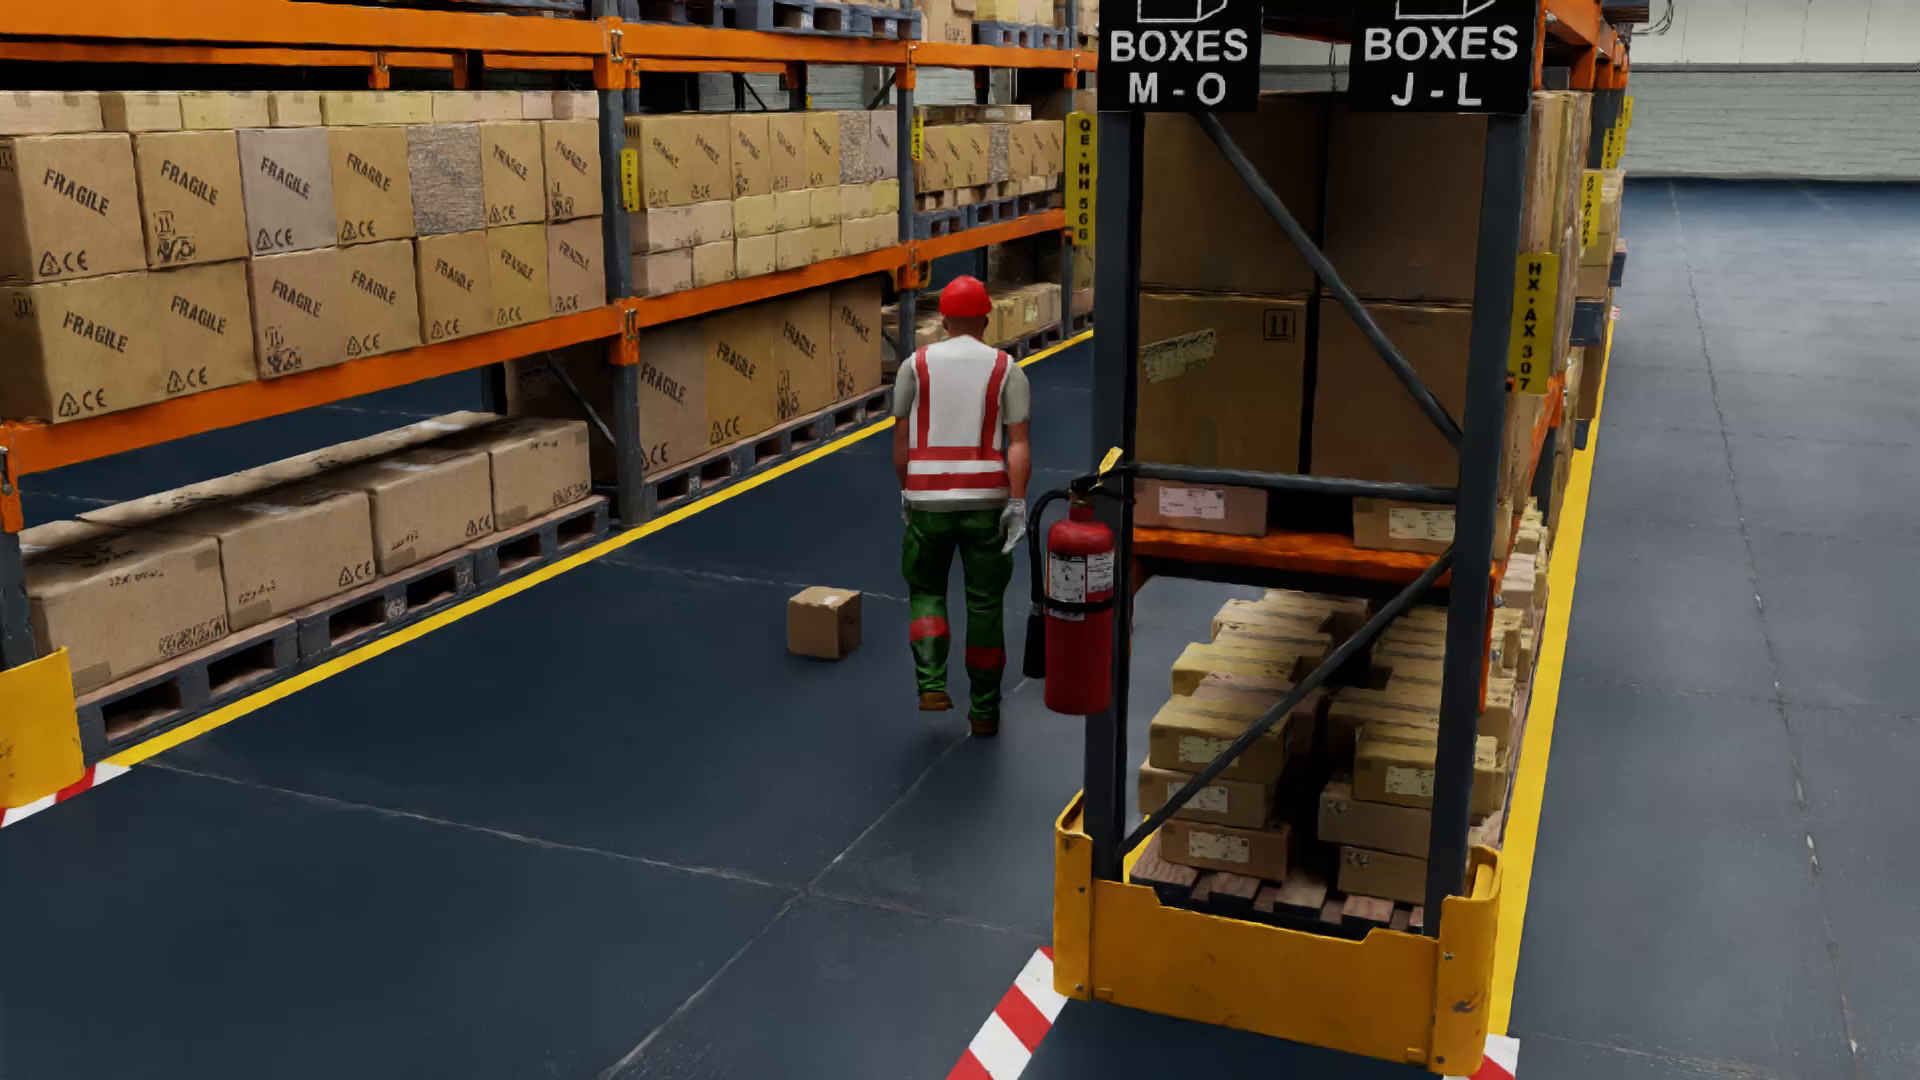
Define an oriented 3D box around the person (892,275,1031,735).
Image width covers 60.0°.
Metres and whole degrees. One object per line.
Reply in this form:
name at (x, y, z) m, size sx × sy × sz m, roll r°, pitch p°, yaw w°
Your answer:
person at (0.005, -0.125, 6.464) m, size 0.539 × 1.761 × 0.675 m, roll 0°, pitch 15°, yaw 2°
